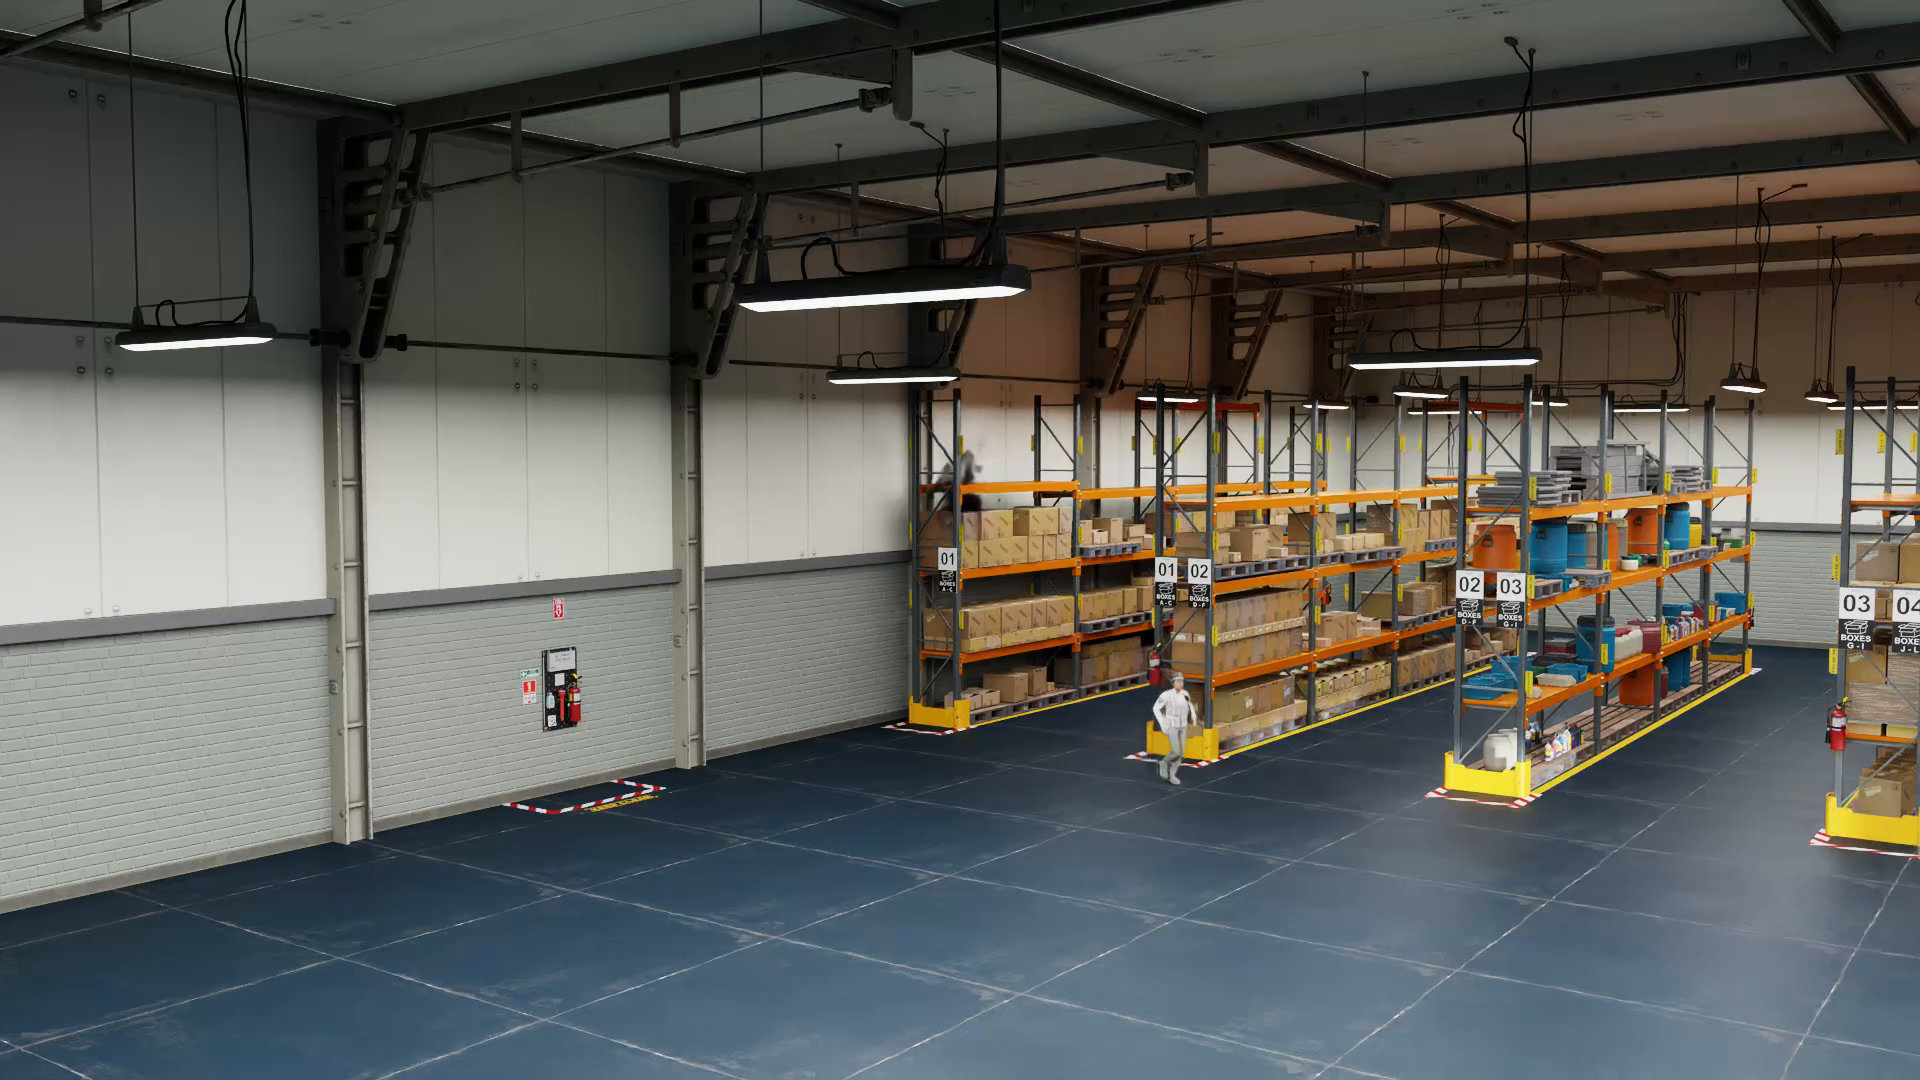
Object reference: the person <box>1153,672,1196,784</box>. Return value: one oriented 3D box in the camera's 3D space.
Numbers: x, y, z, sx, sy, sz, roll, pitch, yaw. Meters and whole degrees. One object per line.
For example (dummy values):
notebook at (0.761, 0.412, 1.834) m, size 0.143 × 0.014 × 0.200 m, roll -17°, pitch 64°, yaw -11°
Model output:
person at (3.221, 2.775, 24.590) m, size 0.630 × 1.659 × 0.537 m, roll -2°, pitch 4°, yaw -27°
